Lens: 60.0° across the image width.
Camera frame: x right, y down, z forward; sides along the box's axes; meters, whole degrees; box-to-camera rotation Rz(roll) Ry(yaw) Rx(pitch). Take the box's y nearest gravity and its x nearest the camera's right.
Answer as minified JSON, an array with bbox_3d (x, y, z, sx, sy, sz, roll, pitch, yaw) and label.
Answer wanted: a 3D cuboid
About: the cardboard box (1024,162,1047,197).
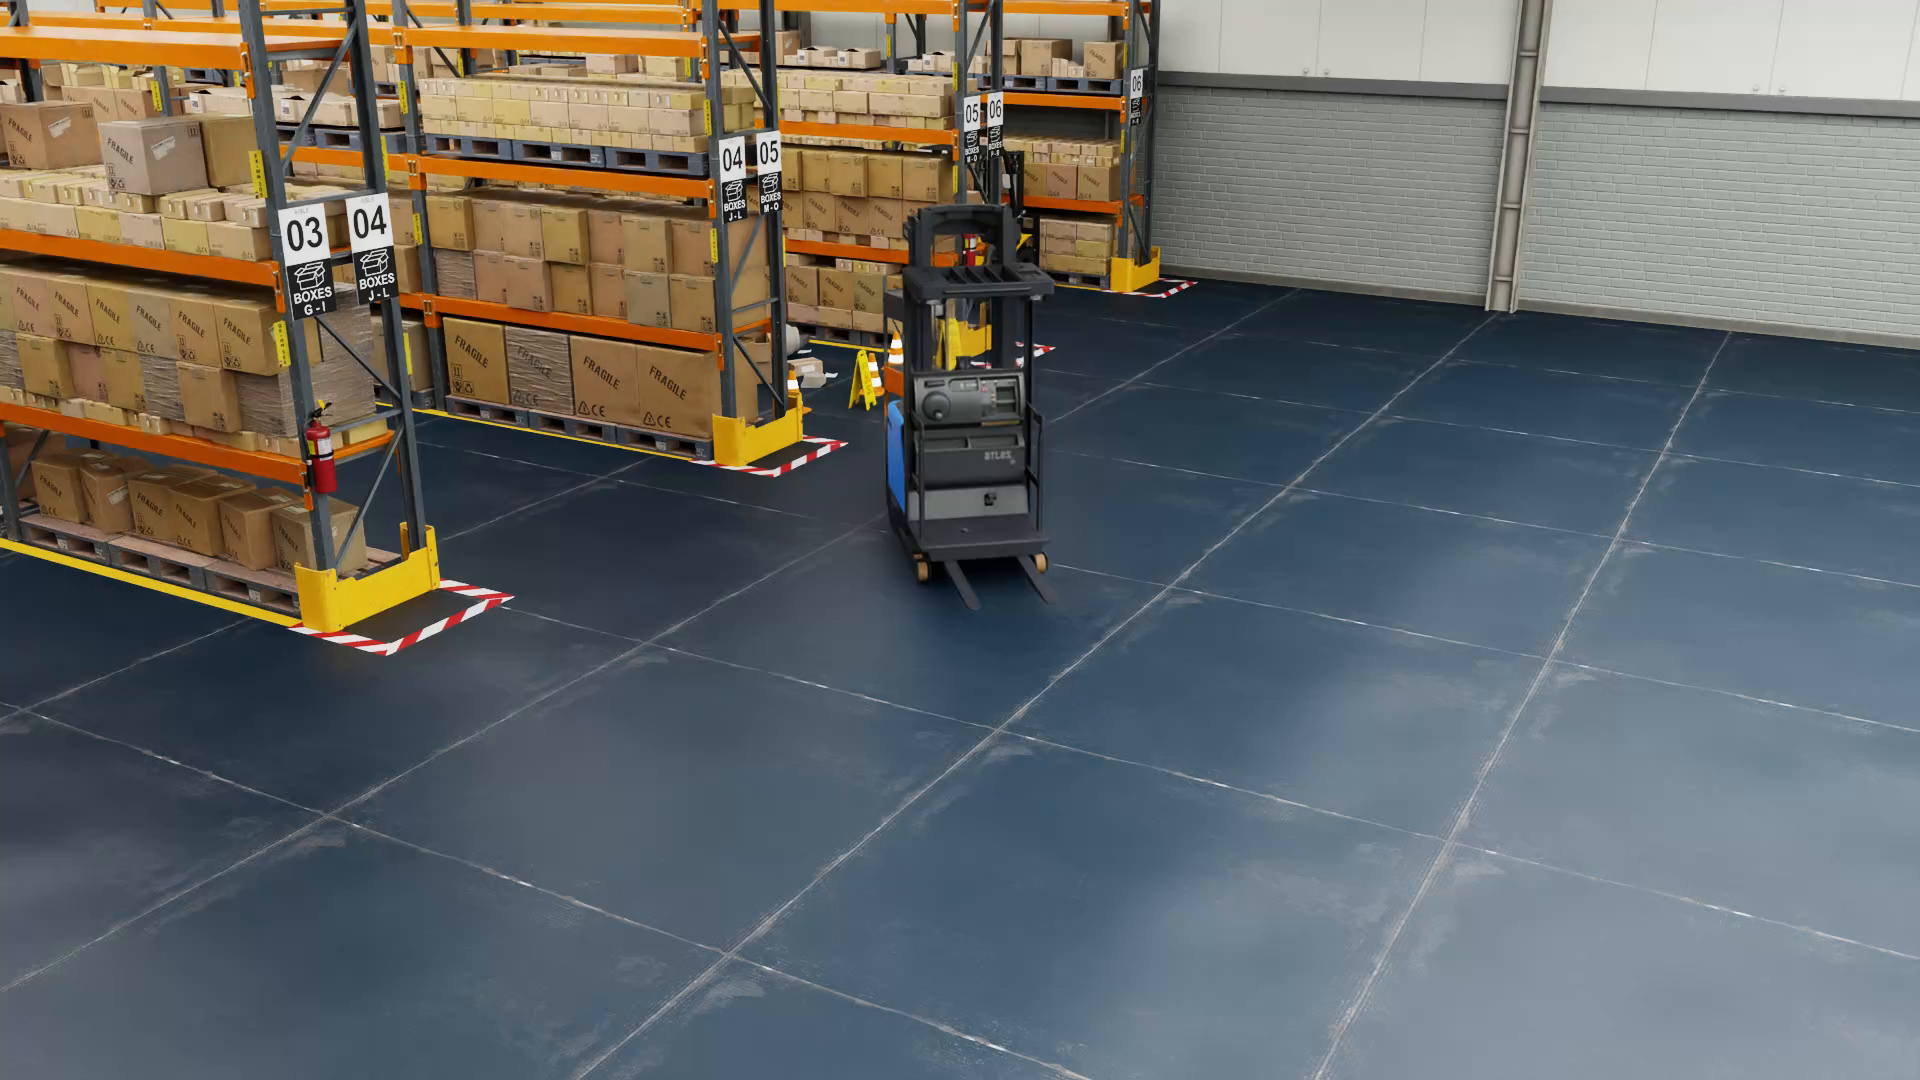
[{"bbox_3d":[1.196,-5.535,25.375,0.500,0.500,0.500,10,22,26],"label":"cardboard box"}]

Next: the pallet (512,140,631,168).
[{"bbox_3d":[-3.816,-4.032,17.111,1.213,0.211,1.003,11,23,27],"label":"pallet"}]

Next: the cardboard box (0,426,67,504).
[{"bbox_3d":[-8.619,-0.687,15.178,0.500,0.500,0.700,9,22,23],"label":"cardboard box"}]

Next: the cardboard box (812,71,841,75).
[{"bbox_3d":[-1.712,-5.980,21.550,0.250,0.149,0.380,11,23,28],"label":"cardboard box"}]

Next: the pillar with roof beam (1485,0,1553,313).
[{"bbox_3d":[5.619,-6.235,18.654,0.400,9.000,9.100,11,23,27],"label":"pillar with roof beam"}]

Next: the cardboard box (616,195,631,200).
[{"bbox_3d":[-4.533,-4.702,22.979,0.250,0.149,0.380,11,23,28],"label":"cardboard box"}]

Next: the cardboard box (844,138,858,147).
[{"bbox_3d":[-1.671,-6.412,26.841,0.250,0.149,0.380,11,23,27],"label":"cardboard box"}]

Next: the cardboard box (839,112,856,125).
[{"bbox_3d":[-1.321,-5.321,20.902,0.250,0.149,0.380,10,22,26],"label":"cardboard box"}]

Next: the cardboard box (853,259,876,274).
[{"bbox_3d":[-1.166,-3.533,21.370,0.250,0.149,0.380,11,23,28],"label":"cardboard box"}]

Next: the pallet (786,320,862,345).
[{"bbox_3d":[-1.588,-2.882,22.299,1.213,0.211,1.003,11,23,27],"label":"pallet"}]

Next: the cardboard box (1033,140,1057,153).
[{"bbox_3d":[1.299,-5.939,25.104,0.250,0.149,0.380,11,23,29],"label":"cardboard box"}]

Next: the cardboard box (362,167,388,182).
[{"bbox_3d":[-8.659,-5.581,25.136,0.500,0.250,0.500,10,22,26],"label":"cardboard box"}]

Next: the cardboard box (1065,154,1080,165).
[{"bbox_3d":[1.776,-5.731,24.965,0.250,0.149,0.380,11,23,28],"label":"cardboard box"}]

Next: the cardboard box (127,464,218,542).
[{"bbox_3d":[-6.680,-0.318,14.189,0.500,0.500,0.500,9,22,23],"label":"cardboard box"}]

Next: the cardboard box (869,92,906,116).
[{"bbox_3d":[-0.779,-5.404,20.546,0.500,0.250,0.500,10,22,27],"label":"cardboard box"}]

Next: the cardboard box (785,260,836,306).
[{"bbox_3d":[-1.952,-3.403,21.963,0.500,0.500,0.500,12,23,30],"label":"cardboard box"}]

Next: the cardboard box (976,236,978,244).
[{"bbox_3d":[0.036,-3.832,21.195,0.250,0.149,0.380,11,23,28],"label":"cardboard box"}]

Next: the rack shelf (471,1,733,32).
[{"bbox_3d":[-5.006,-7.123,22.745,4.000,0.370,1.077,11,23,27],"label":"rack shelf"}]

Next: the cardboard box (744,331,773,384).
[{"bbox_3d":[-2.536,-2.196,19.980,0.637,0.503,0.797,-4,20,-10],"label":"cardboard box"}]

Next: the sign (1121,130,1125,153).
[{"bbox_3d":[2.372,-5.806,24.225,0.005,0.325,0.100,11,23,27],"label":"sign"}]

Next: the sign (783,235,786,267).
[{"bbox_3d":[-1.818,-2.950,17.009,0.005,0.325,0.100,11,23,27],"label":"sign"}]

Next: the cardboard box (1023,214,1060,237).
[{"bbox_3d":[1.201,-4.833,25.536,0.500,0.250,0.500,11,23,28],"label":"cardboard box"}]

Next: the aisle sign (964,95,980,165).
[{"bbox_3d":[0.144,-4.957,20.117,0.004,0.787,0.394,11,23,27],"label":"aisle sign"}]

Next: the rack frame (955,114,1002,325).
[{"bbox_3d":[0.232,-3.832,20.827,0.127,3.000,1.000,11,23,27],"label":"rack frame"}]

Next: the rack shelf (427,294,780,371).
[{"bbox_3d":[-3.840,-2.336,17.757,4.000,0.370,1.077,11,23,27],"label":"rack shelf"}]

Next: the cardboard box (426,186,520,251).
[{"bbox_3d":[-5.281,-3.513,18.145,0.550,0.550,0.875,11,23,27],"label":"cardboard box"}]

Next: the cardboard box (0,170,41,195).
[{"bbox_3d":[-7.694,-2.904,13.505,0.250,0.149,0.380,10,22,25],"label":"cardboard box"}]

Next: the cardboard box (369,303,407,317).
[{"bbox_3d":[-7.012,-2.384,19.520,0.750,0.750,1.050,11,23,27],"label":"cardboard box"}]

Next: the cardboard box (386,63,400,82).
[{"bbox_3d":[-8.125,-6.831,24.278,0.258,0.266,0.396,10,22,26],"label":"cardboard box"}]

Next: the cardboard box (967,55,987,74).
[{"bbox_3d":[0.305,-7.229,25.229,0.258,0.266,0.396,10,22,26],"label":"cardboard box"}]

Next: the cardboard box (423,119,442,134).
[{"bbox_3d":[-5.434,-4.381,17.548,0.250,0.149,0.380,10,22,26],"label":"cardboard box"}]

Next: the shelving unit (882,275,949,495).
[{"bbox_3d":[-0.403,-1.381,15.390,0.431,2.100,0.503,-12,23,-29],"label":"shelving unit"}]

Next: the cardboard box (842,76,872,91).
[{"bbox_3d":[-1.268,-5.710,20.805,0.250,0.149,0.380,10,22,26],"label":"cardboard box"}]

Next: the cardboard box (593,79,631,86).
[{"bbox_3d":[-3.563,-4.657,17.140,0.250,0.149,0.380,11,23,28],"label":"cardboard box"}]

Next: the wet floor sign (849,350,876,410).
[{"bbox_3d":[-1.103,-1.819,18.731,0.232,0.644,0.267,7,21,18],"label":"wet floor sign"}]

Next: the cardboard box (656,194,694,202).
[{"bbox_3d":[-3.776,-4.889,22.545,0.500,0.500,0.500,10,22,26],"label":"cardboard box"}]

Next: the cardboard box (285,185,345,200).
[{"bbox_3d":[-4.908,-2.595,12.654,0.250,0.149,0.380,11,23,28],"label":"cardboard box"}]

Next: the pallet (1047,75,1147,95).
[{"bbox_3d":[2.045,-6.804,24.751,1.213,0.211,1.003,11,23,27],"label":"pallet"}]

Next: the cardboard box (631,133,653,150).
[{"bbox_3d":[-2.994,-3.917,16.268,0.250,0.149,0.380,11,23,28],"label":"cardboard box"}]

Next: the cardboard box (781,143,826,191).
[{"bbox_3d":[-2.122,-4.833,21.538,0.500,0.500,0.700,10,22,26],"label":"cardboard box"}]

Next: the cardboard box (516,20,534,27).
[{"bbox_3d":[-7.734,-9.022,29.300,0.258,0.266,0.396,11,22,27],"label":"cardboard box"}]

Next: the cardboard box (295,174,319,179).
[{"bbox_3d":[-9.989,-5.605,25.935,0.500,0.250,0.500,10,22,26],"label":"cardboard box"}]

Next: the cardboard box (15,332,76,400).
[{"bbox_3d":[-7.311,-1.547,13.944,0.500,0.500,0.875,11,23,27],"label":"cardboard box"}]

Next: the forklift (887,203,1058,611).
[{"bbox_3d":[0.121,-1.169,13.588,1.130,2.935,3.031,-4,20,-11],"label":"forklift"}]

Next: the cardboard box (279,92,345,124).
[{"bbox_3d":[-7.224,-4.845,18.590,0.500,0.311,0.500,10,22,25],"label":"cardboard box"}]

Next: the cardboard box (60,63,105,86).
[{"bbox_3d":[-10.691,-5.686,20.271,0.258,0.266,0.396,11,23,27],"label":"cardboard box"}]

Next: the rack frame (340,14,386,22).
[{"bbox_3d":[-11.319,-10.791,31.214,0.127,3.000,1.000,11,23,27],"label":"rack frame"}]

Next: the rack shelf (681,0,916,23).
[{"bbox_3d":[-2.589,-8.602,26.821,4.000,0.370,1.077,11,23,27],"label":"rack shelf"}]

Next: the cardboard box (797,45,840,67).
[{"bbox_3d":[-2.264,-7.763,26.635,0.500,0.311,0.500,10,22,25],"label":"cardboard box"}]

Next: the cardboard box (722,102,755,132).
[{"bbox_3d":[-2.390,-4.222,16.524,0.500,0.250,0.500,11,23,27],"label":"cardboard box"}]

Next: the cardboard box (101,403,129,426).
[{"bbox_3d":[-6.736,-1.058,13.548,0.250,0.149,0.380,11,23,27],"label":"cardboard box"}]

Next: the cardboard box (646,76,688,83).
[{"bbox_3d":[-3.841,-6.088,22.252,0.500,0.250,0.500,10,22,26],"label":"cardboard box"}]

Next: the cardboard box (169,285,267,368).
[{"bbox_3d":[-5.641,-1.638,12.729,0.500,0.500,0.500,11,23,27],"label":"cardboard box"}]

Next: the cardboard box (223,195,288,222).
[{"bbox_3d":[-5.166,-2.440,12.226,0.250,0.149,0.380,10,22,26],"label":"cardboard box"}]

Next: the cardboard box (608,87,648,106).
[{"bbox_3d":[-3.222,-4.335,16.251,0.250,0.149,0.380,11,23,28],"label":"cardboard box"}]

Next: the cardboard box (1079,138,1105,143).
[{"bbox_3d":[2.011,-6.014,25.310,0.250,0.149,0.380,11,23,28],"label":"cardboard box"}]
